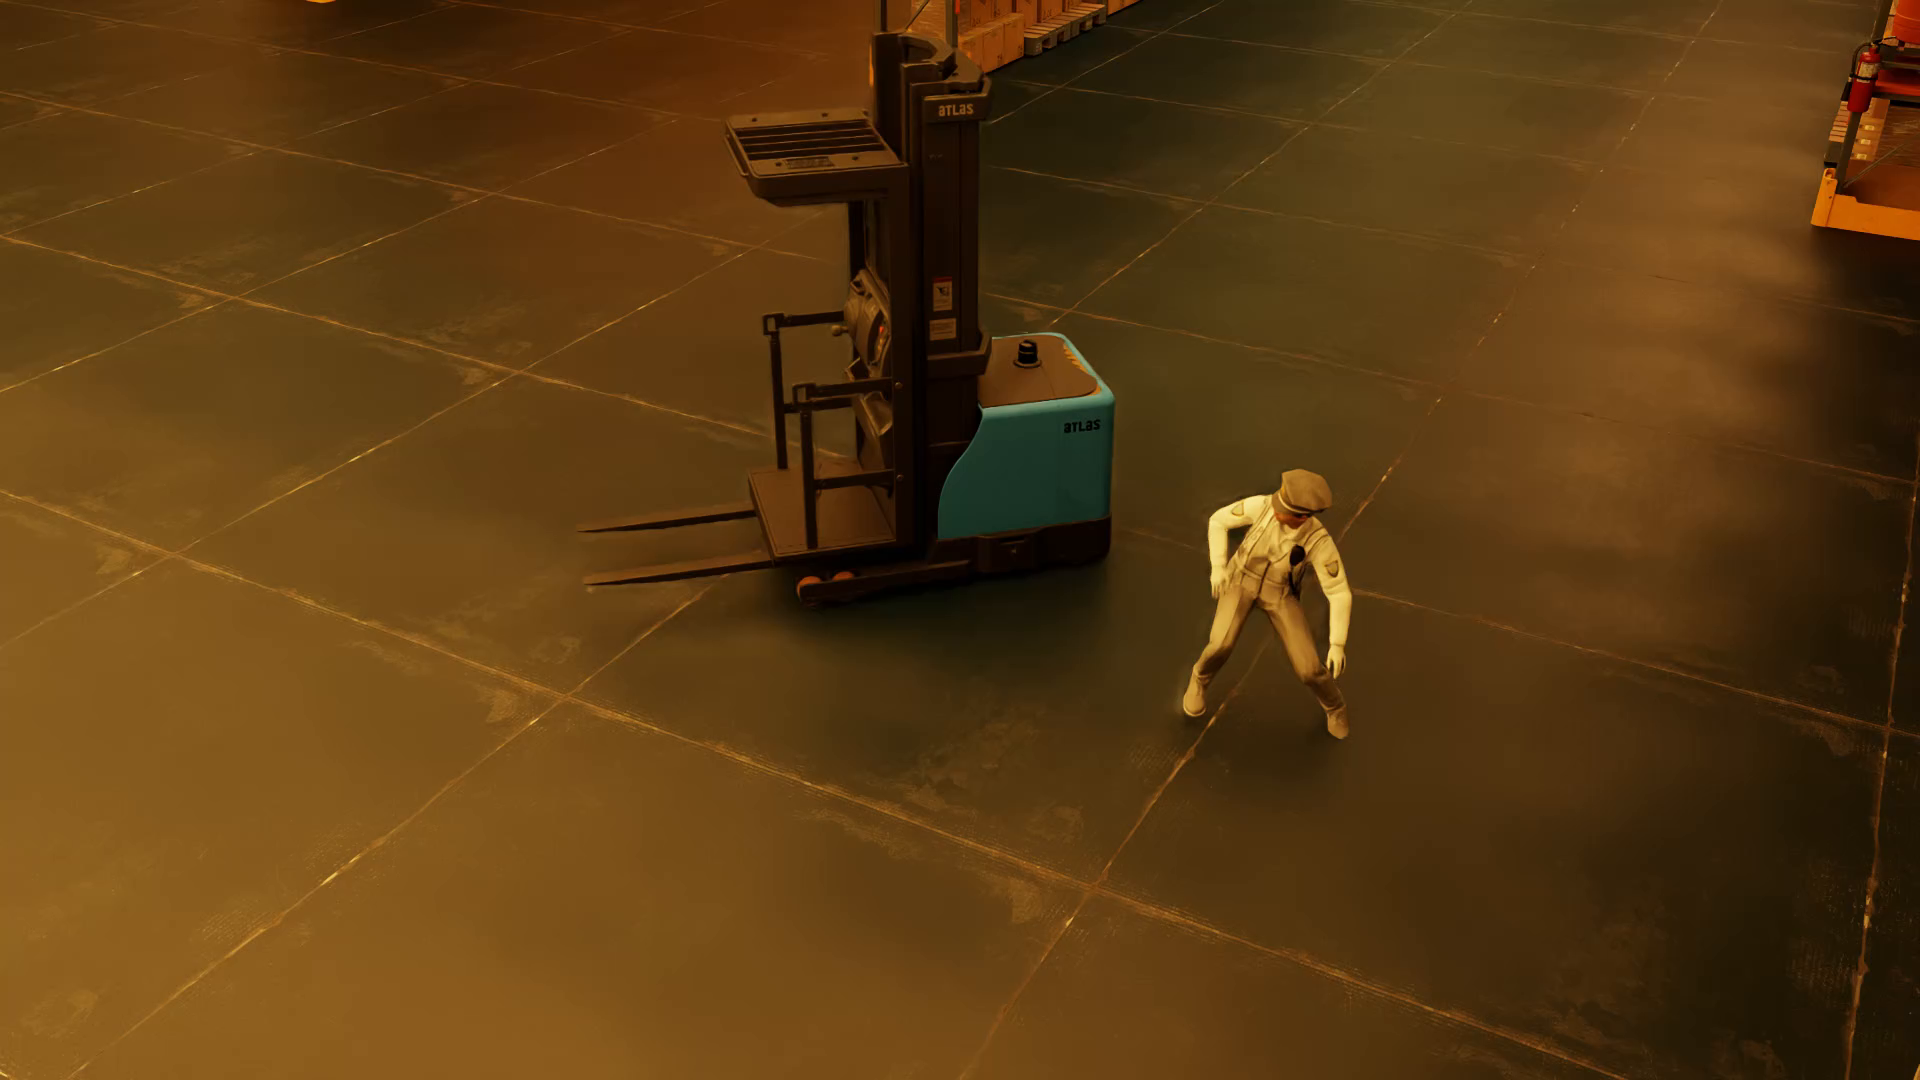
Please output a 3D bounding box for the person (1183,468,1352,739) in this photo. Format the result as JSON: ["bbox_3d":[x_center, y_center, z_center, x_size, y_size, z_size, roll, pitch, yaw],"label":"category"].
[{"bbox_3d":[1.554,0.315,8.084,0.839,1.468,0.653,7,31,12],"label":"person"}]

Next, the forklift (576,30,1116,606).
[{"bbox_3d":[-0.690,-1.190,9.132,3.031,2.935,1.130,-8,31,-13],"label":"forklift"}]
